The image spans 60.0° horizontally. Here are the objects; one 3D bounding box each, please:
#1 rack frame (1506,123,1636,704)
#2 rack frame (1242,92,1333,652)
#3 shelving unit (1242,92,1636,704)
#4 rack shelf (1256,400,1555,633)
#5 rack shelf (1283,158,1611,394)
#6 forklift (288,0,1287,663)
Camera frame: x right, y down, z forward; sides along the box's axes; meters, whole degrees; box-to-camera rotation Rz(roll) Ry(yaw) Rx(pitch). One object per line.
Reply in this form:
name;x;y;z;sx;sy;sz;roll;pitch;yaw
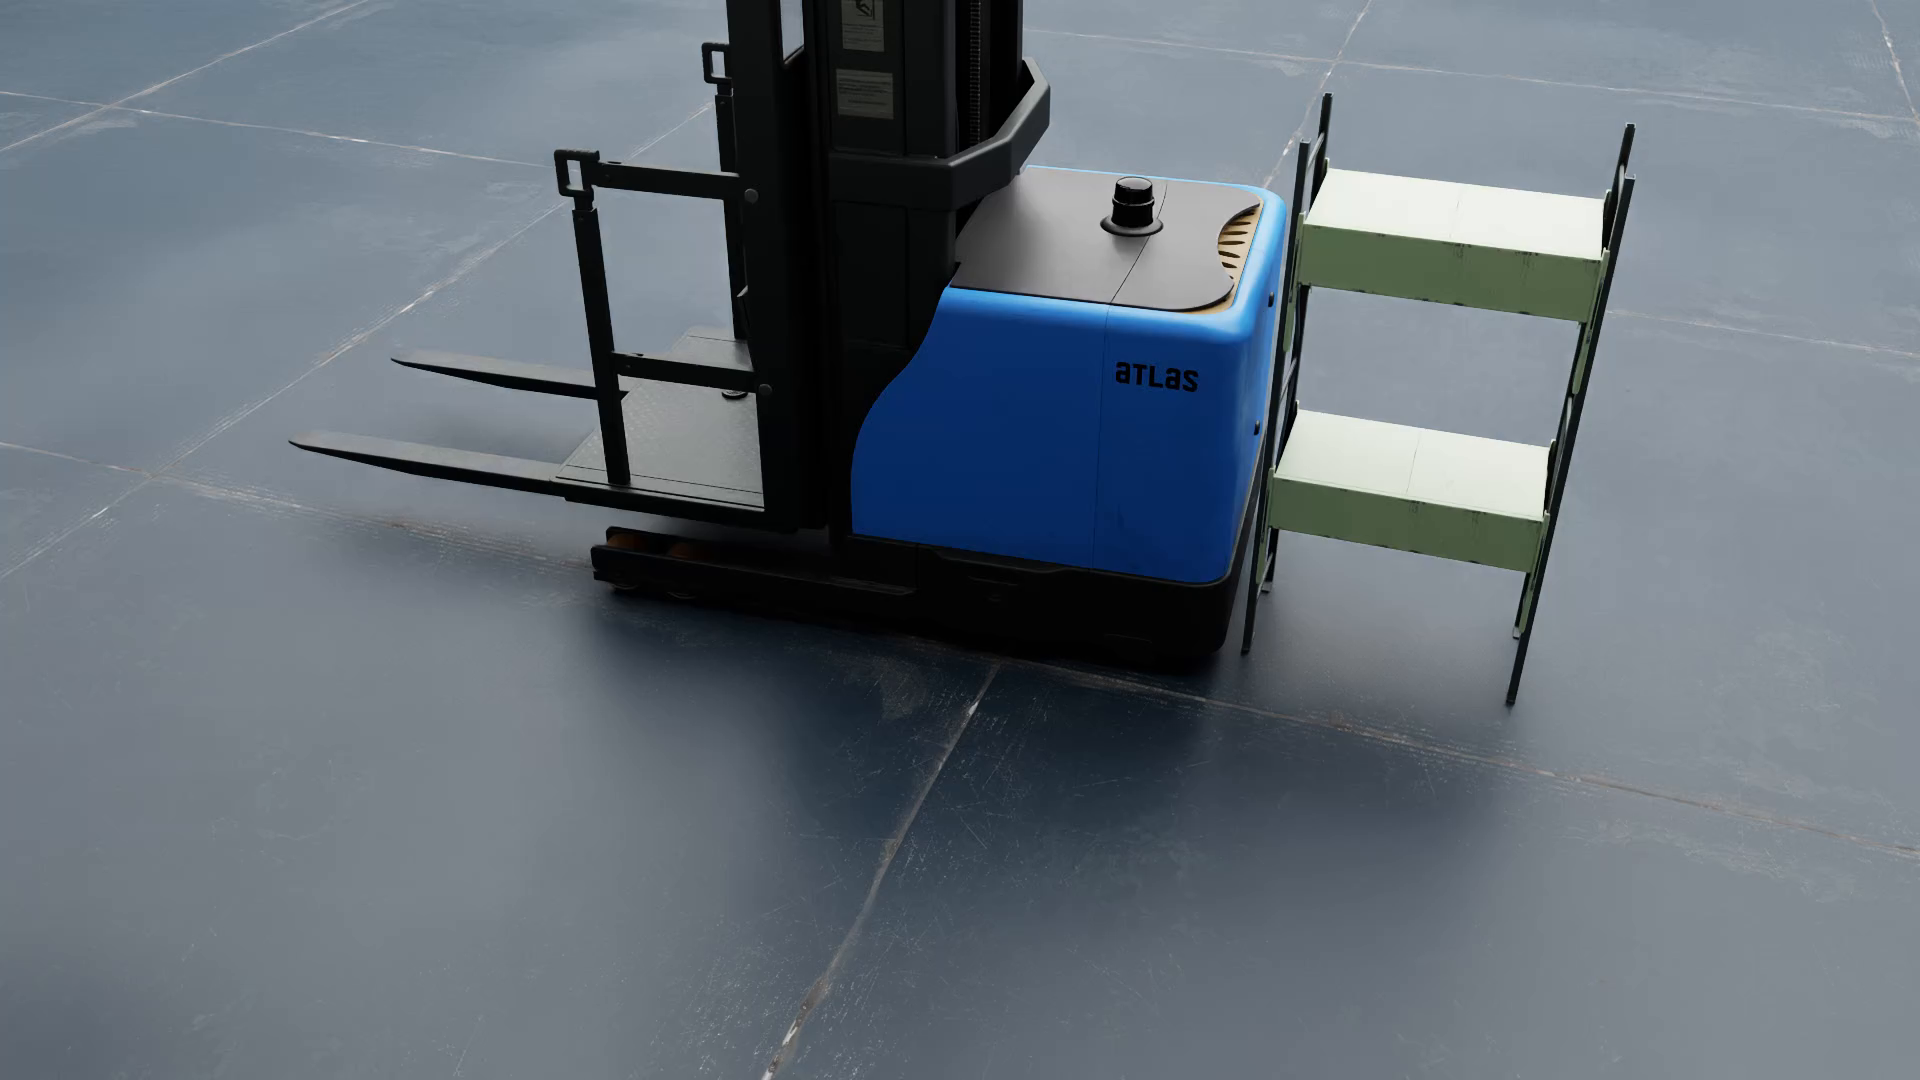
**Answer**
rack frame;1.574;-0.286;4.310;0.023;1.500;0.400;11;34;16
rack frame;0.882;-0.415;4.510;0.023;1.500;0.400;11;34;16
shelving unit;1.228;-0.350;4.410;0.755;1.500;0.431;11;34;16
rack shelf;1.228;-0.076;4.587;0.720;0.370;0.431;11;34;16
rack shelf;1.228;-0.678;4.198;0.720;0.370;0.431;11;34;16
forklift;-0.608;-1.321;4.594;3.031;2.935;1.130;8;34;13
